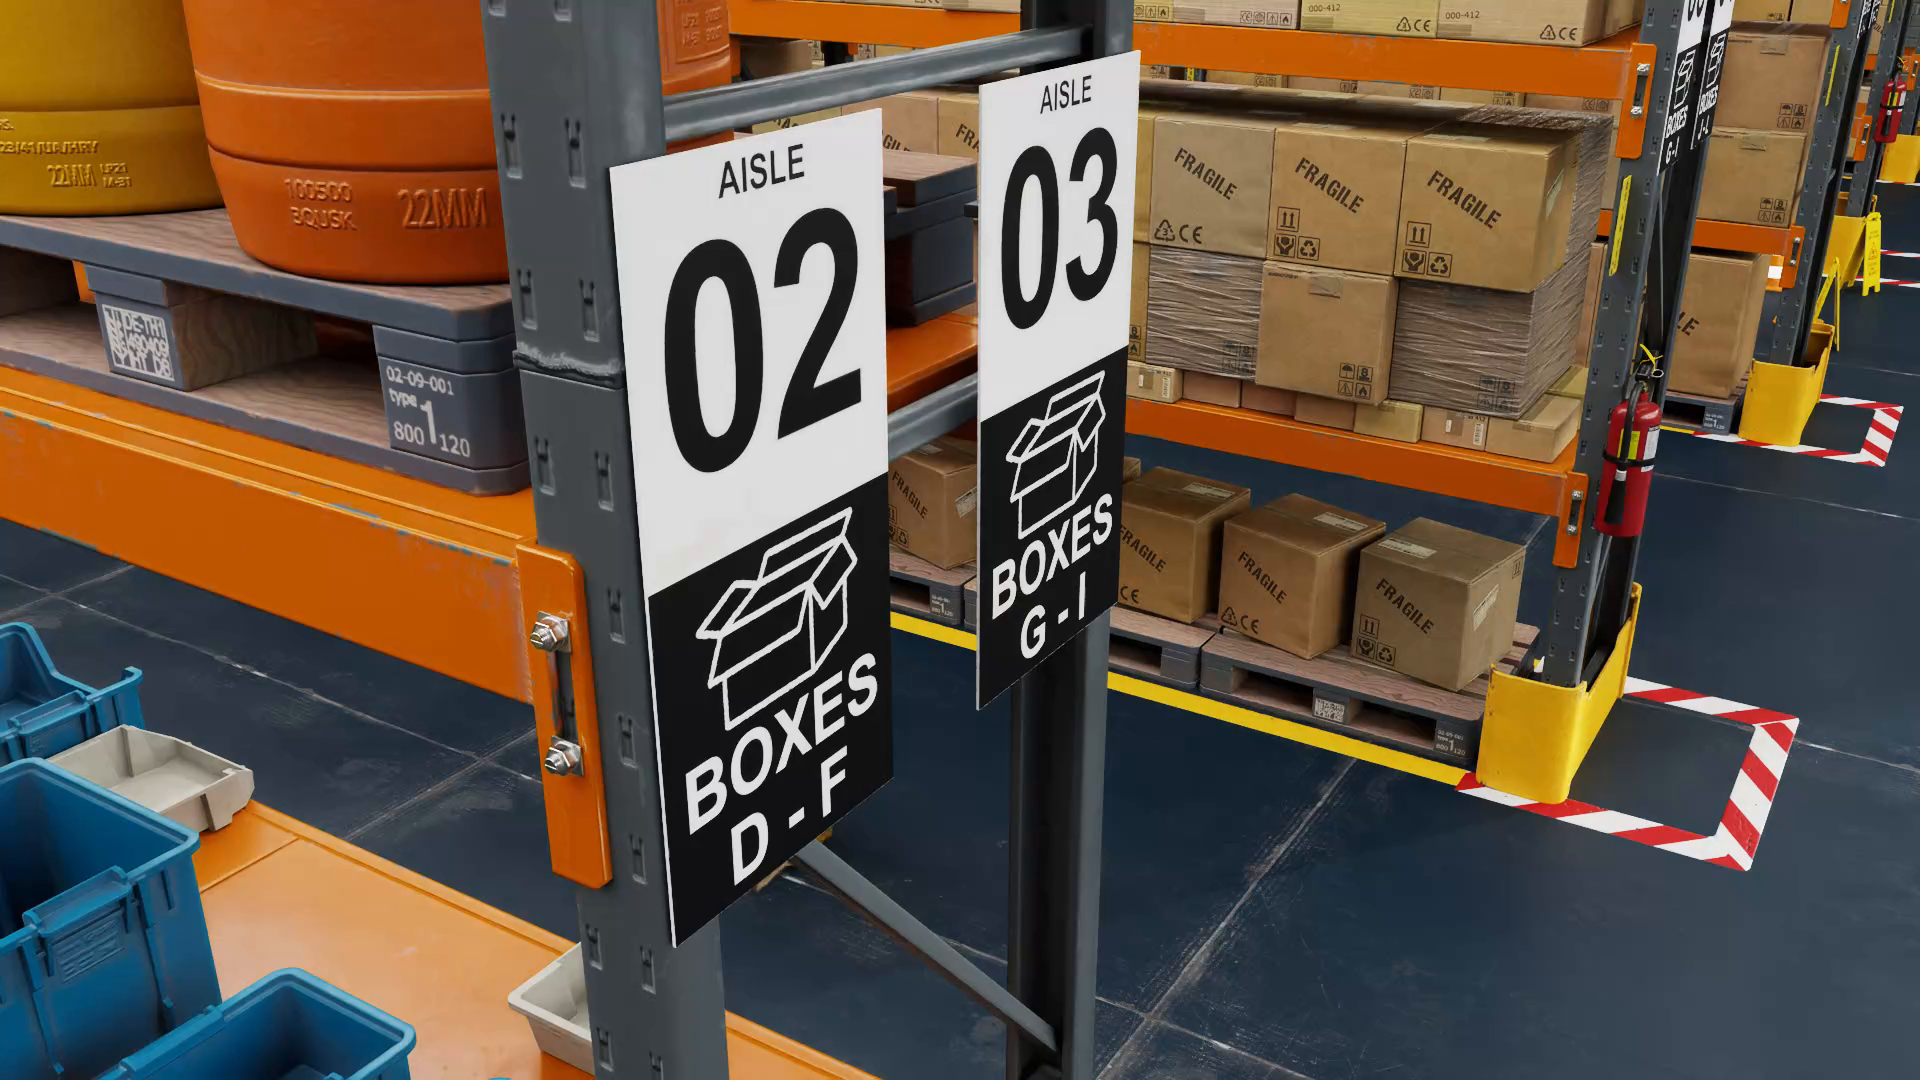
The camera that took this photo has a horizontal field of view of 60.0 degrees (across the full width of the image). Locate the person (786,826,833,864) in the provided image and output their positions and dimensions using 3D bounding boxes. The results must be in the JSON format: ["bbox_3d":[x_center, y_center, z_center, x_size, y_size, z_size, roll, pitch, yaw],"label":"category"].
[{"bbox_3d":[-0.651,0.293,5.885,0.595,1.778,0.449,13,26,27],"label":"person"}]
